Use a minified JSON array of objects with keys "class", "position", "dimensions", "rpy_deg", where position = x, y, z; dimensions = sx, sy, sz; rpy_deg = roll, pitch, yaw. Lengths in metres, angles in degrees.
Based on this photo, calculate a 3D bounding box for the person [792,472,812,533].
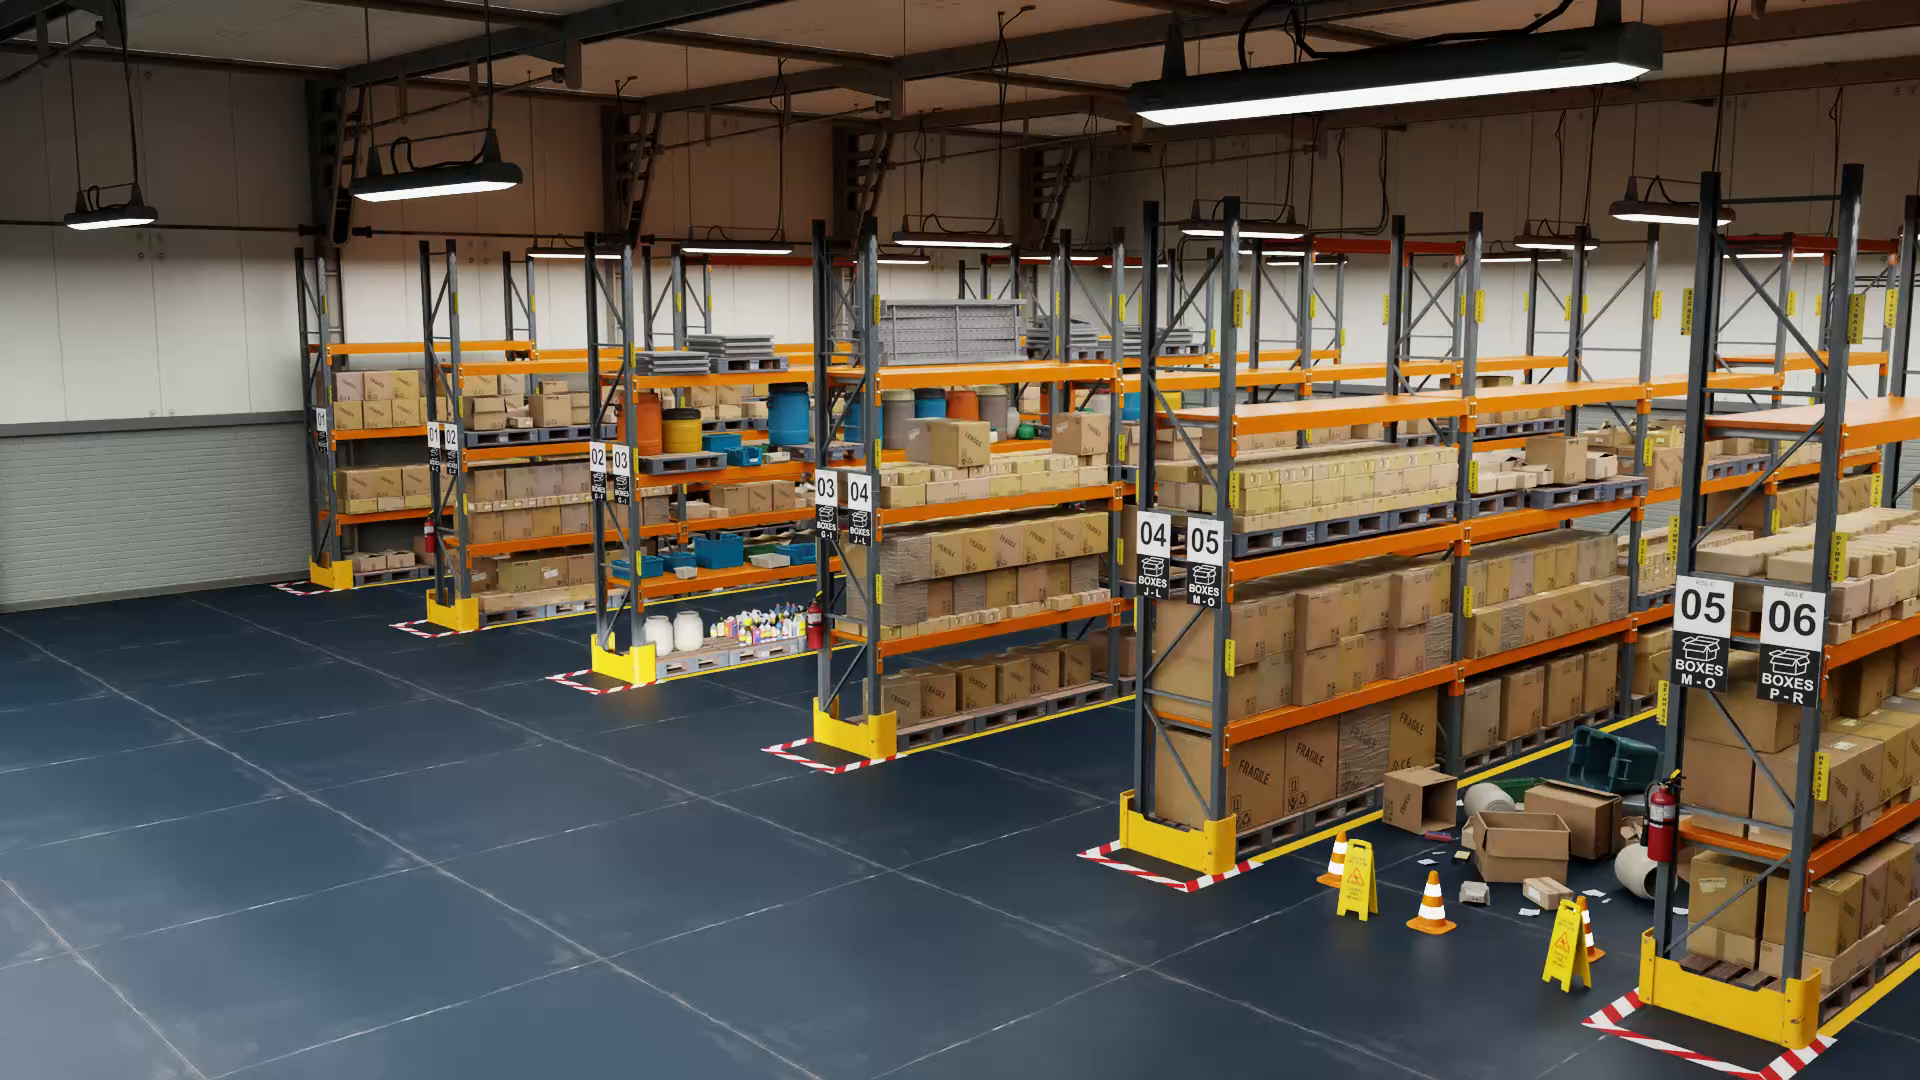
[{"class":"person","position":[-3.175,-0.584,33.681],"dimensions":[0.563,1.668,0.604],"rpy_deg":[-8,12,-44]}]
